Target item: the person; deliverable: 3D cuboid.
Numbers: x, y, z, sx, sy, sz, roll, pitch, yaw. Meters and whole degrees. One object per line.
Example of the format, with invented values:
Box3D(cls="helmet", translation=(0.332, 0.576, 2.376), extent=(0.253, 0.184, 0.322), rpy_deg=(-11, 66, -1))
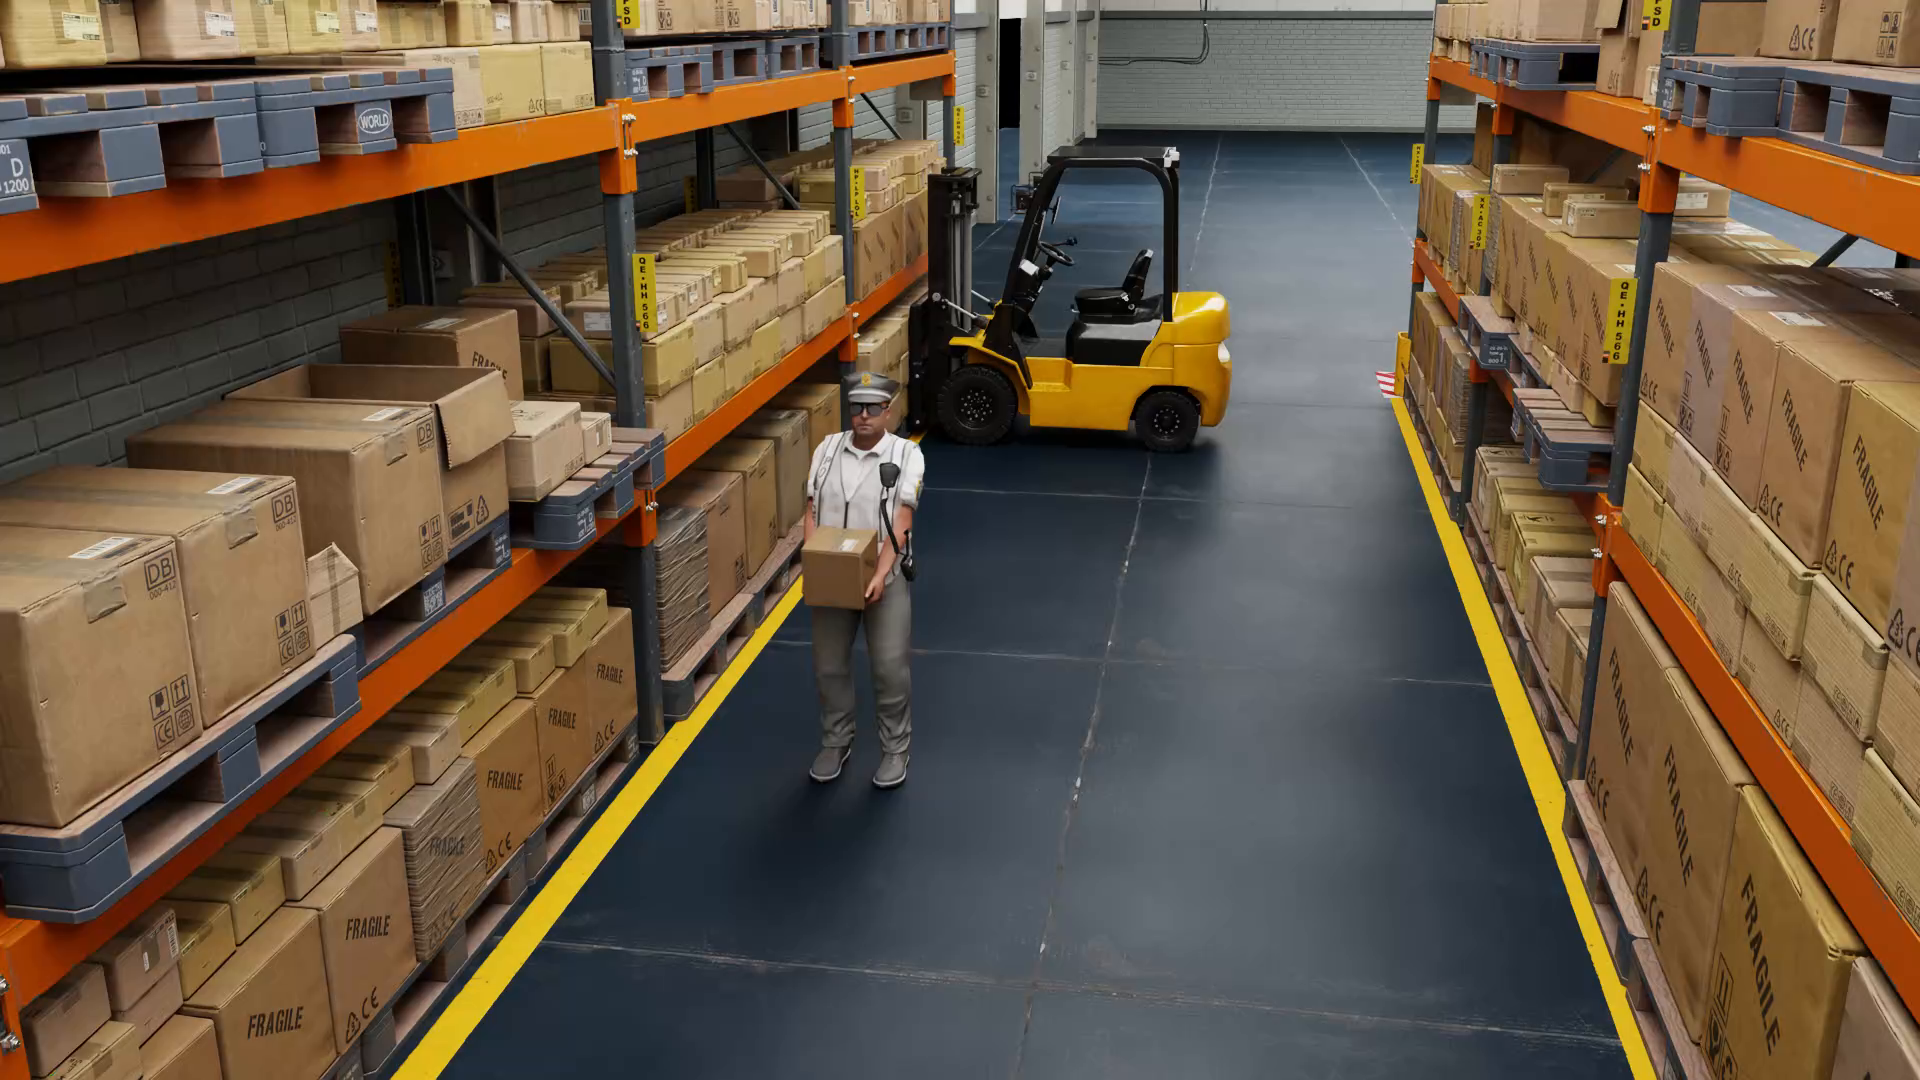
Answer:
Box3D(cls="person", translation=(-0.418, 0.155, 7.027), extent=(0.419, 1.767, 0.422), rpy_deg=(4, 18, 13))
